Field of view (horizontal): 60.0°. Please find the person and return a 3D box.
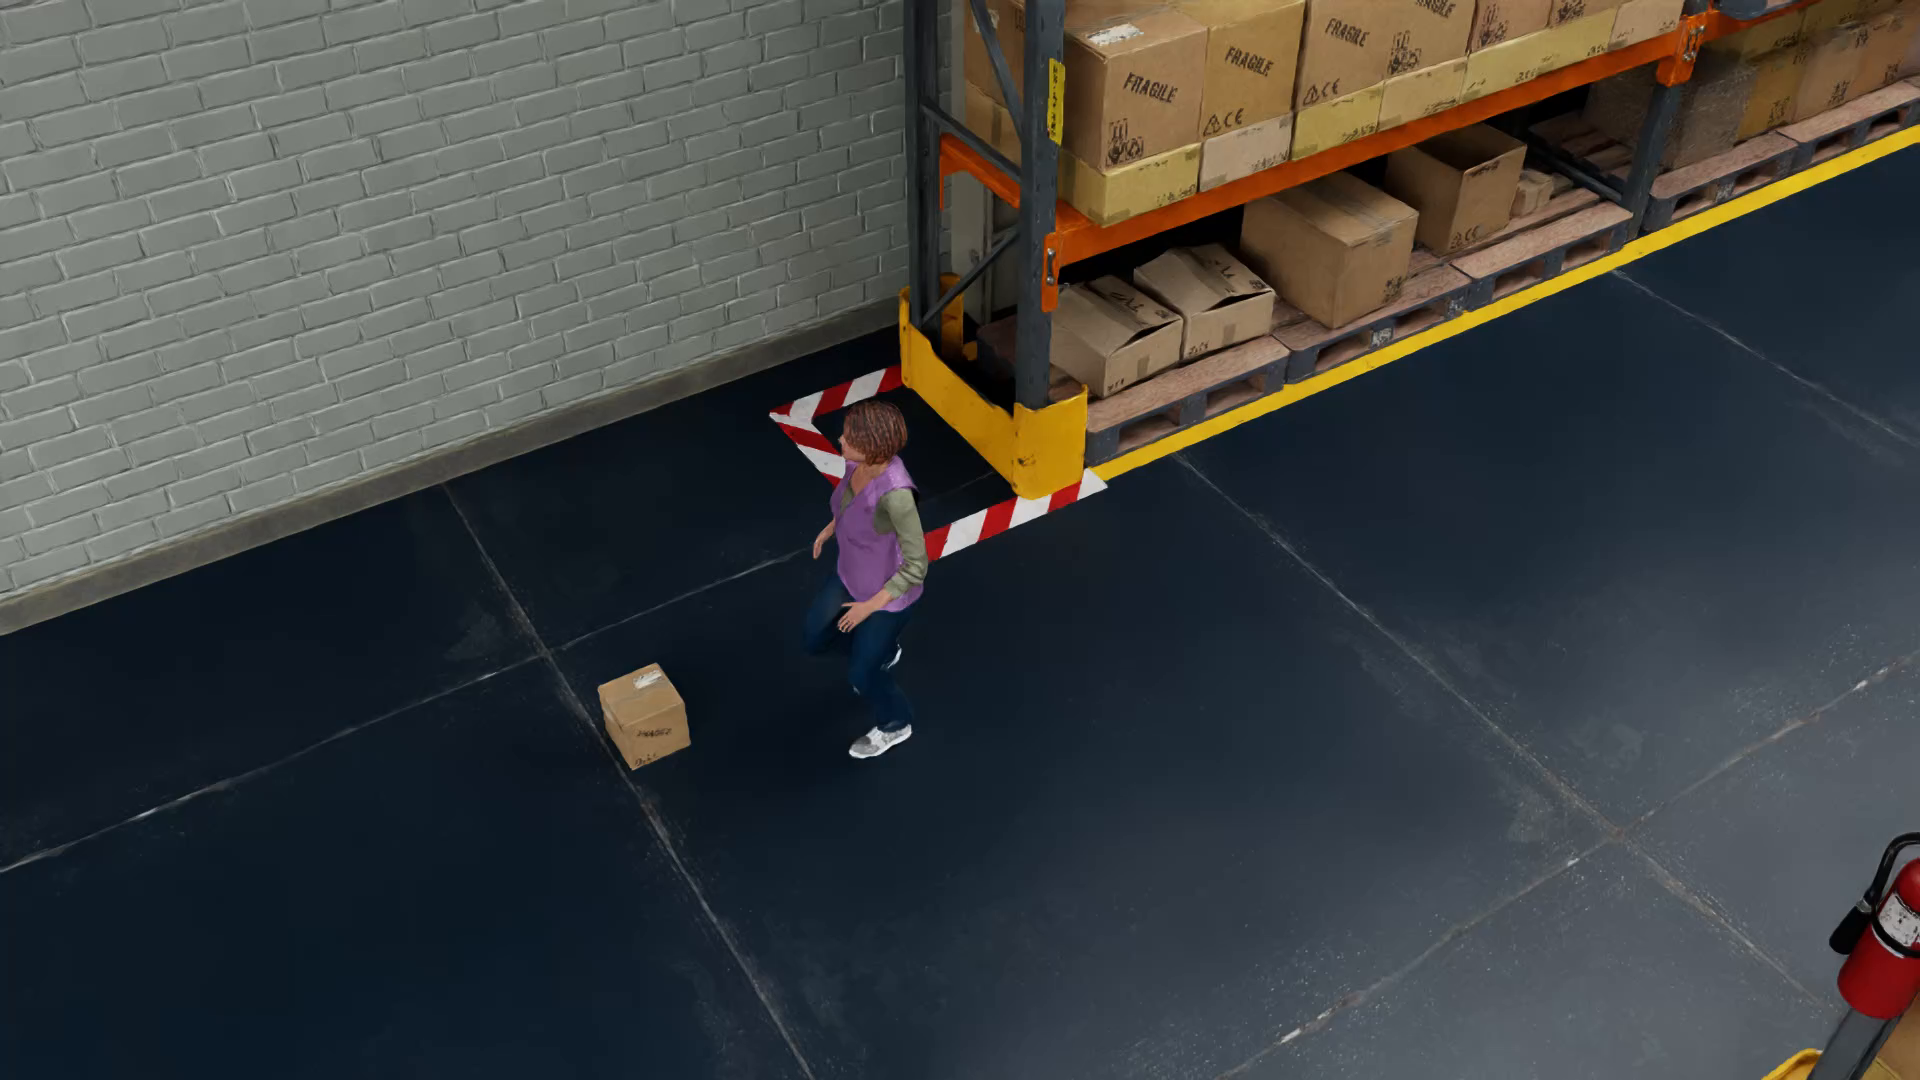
[{"bbox_3d":[-0.339,0.177,5.988,0.435,1.572,0.600,-21,46,-22],"label":"person"}]
